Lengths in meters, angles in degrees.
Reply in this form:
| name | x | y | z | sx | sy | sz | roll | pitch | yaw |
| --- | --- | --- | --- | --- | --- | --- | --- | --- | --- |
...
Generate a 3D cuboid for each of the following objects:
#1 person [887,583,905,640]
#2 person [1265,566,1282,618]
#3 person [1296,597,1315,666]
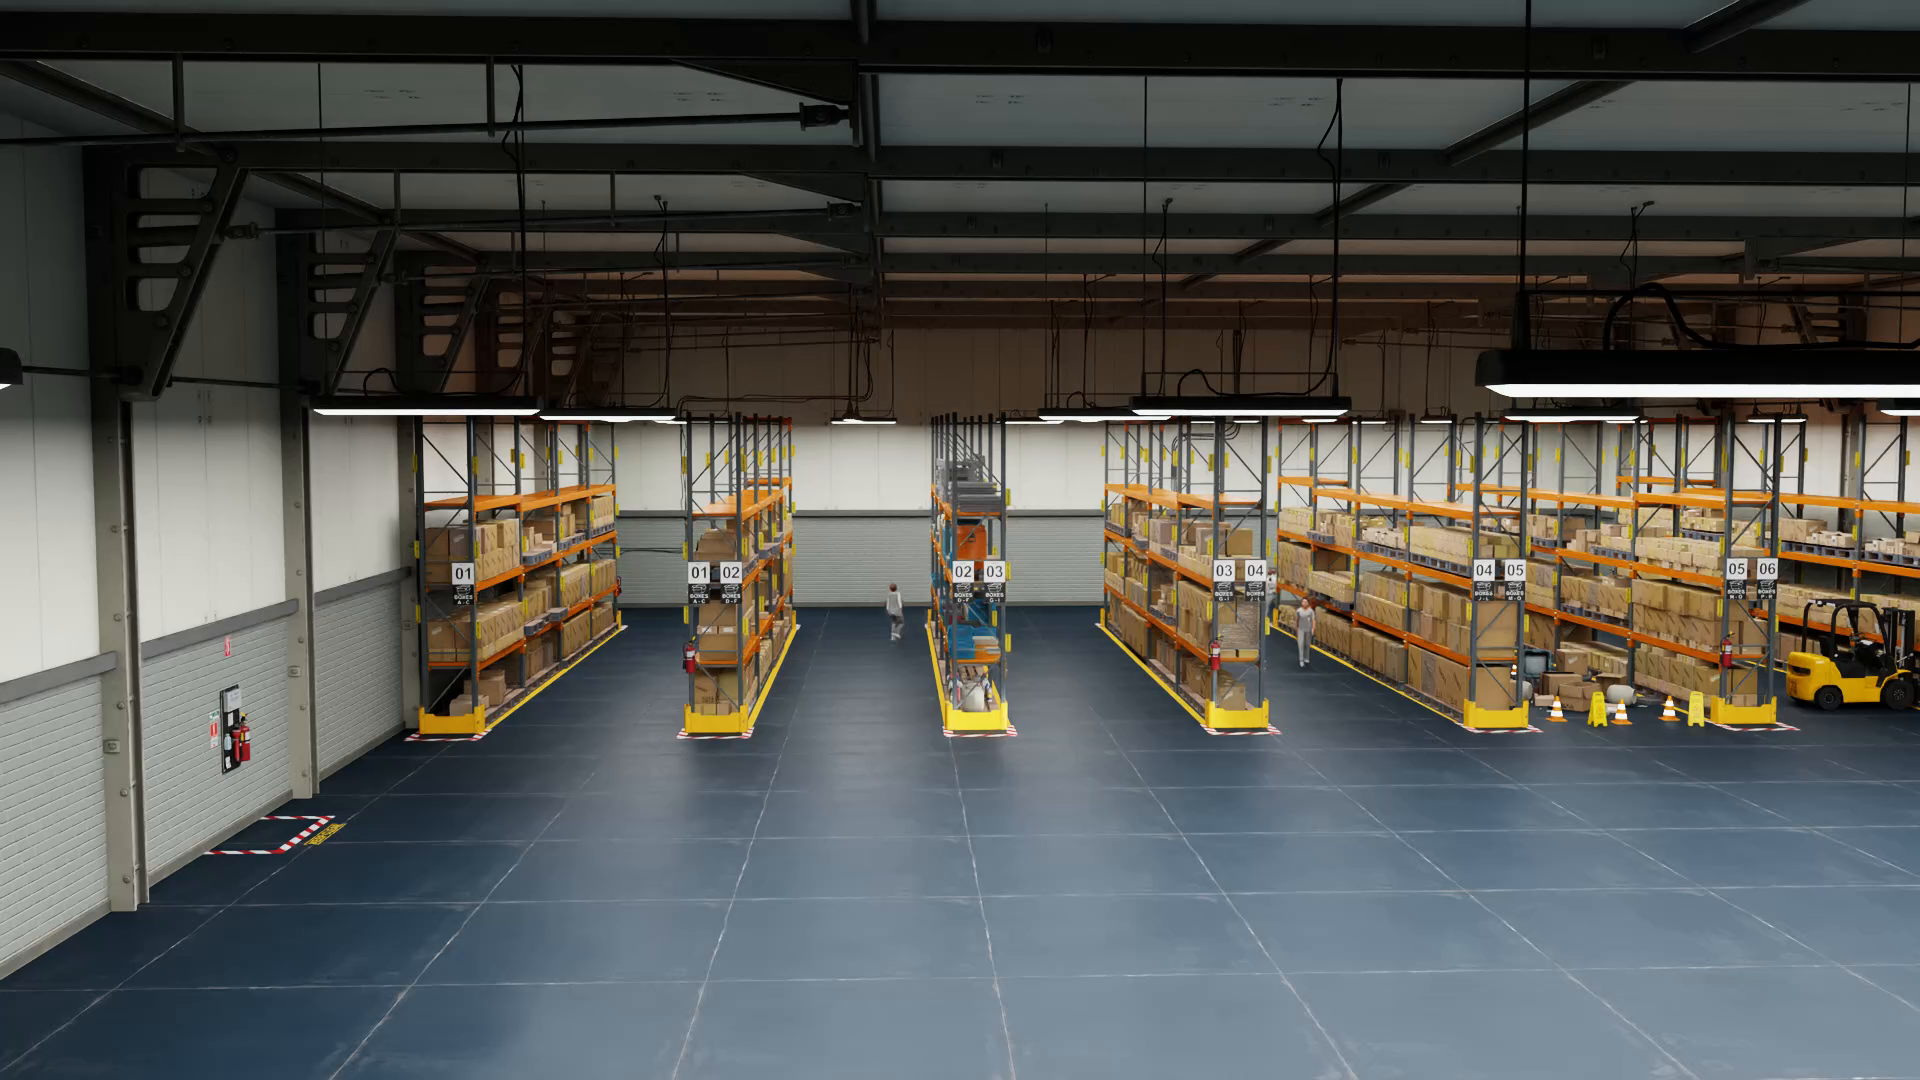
| name | x | y | z | sx | sy | sz | roll | pitch | yaw |
| --- | --- | --- | --- | --- | --- | --- | --- | --- | --- |
| person | -1.703 | 1.871 | 43.322 | 0.457 | 1.506 | 0.505 | 1 | 4 | 21 |
| person | 9.151 | 1.578 | 48.776 | 1.074 | 1.615 | 0.446 | -1 | 4 | -14 |
| person | 8.277 | 2.179 | 39.826 | 0.457 | 1.616 | 0.977 | 1 | 4 | 9 |
